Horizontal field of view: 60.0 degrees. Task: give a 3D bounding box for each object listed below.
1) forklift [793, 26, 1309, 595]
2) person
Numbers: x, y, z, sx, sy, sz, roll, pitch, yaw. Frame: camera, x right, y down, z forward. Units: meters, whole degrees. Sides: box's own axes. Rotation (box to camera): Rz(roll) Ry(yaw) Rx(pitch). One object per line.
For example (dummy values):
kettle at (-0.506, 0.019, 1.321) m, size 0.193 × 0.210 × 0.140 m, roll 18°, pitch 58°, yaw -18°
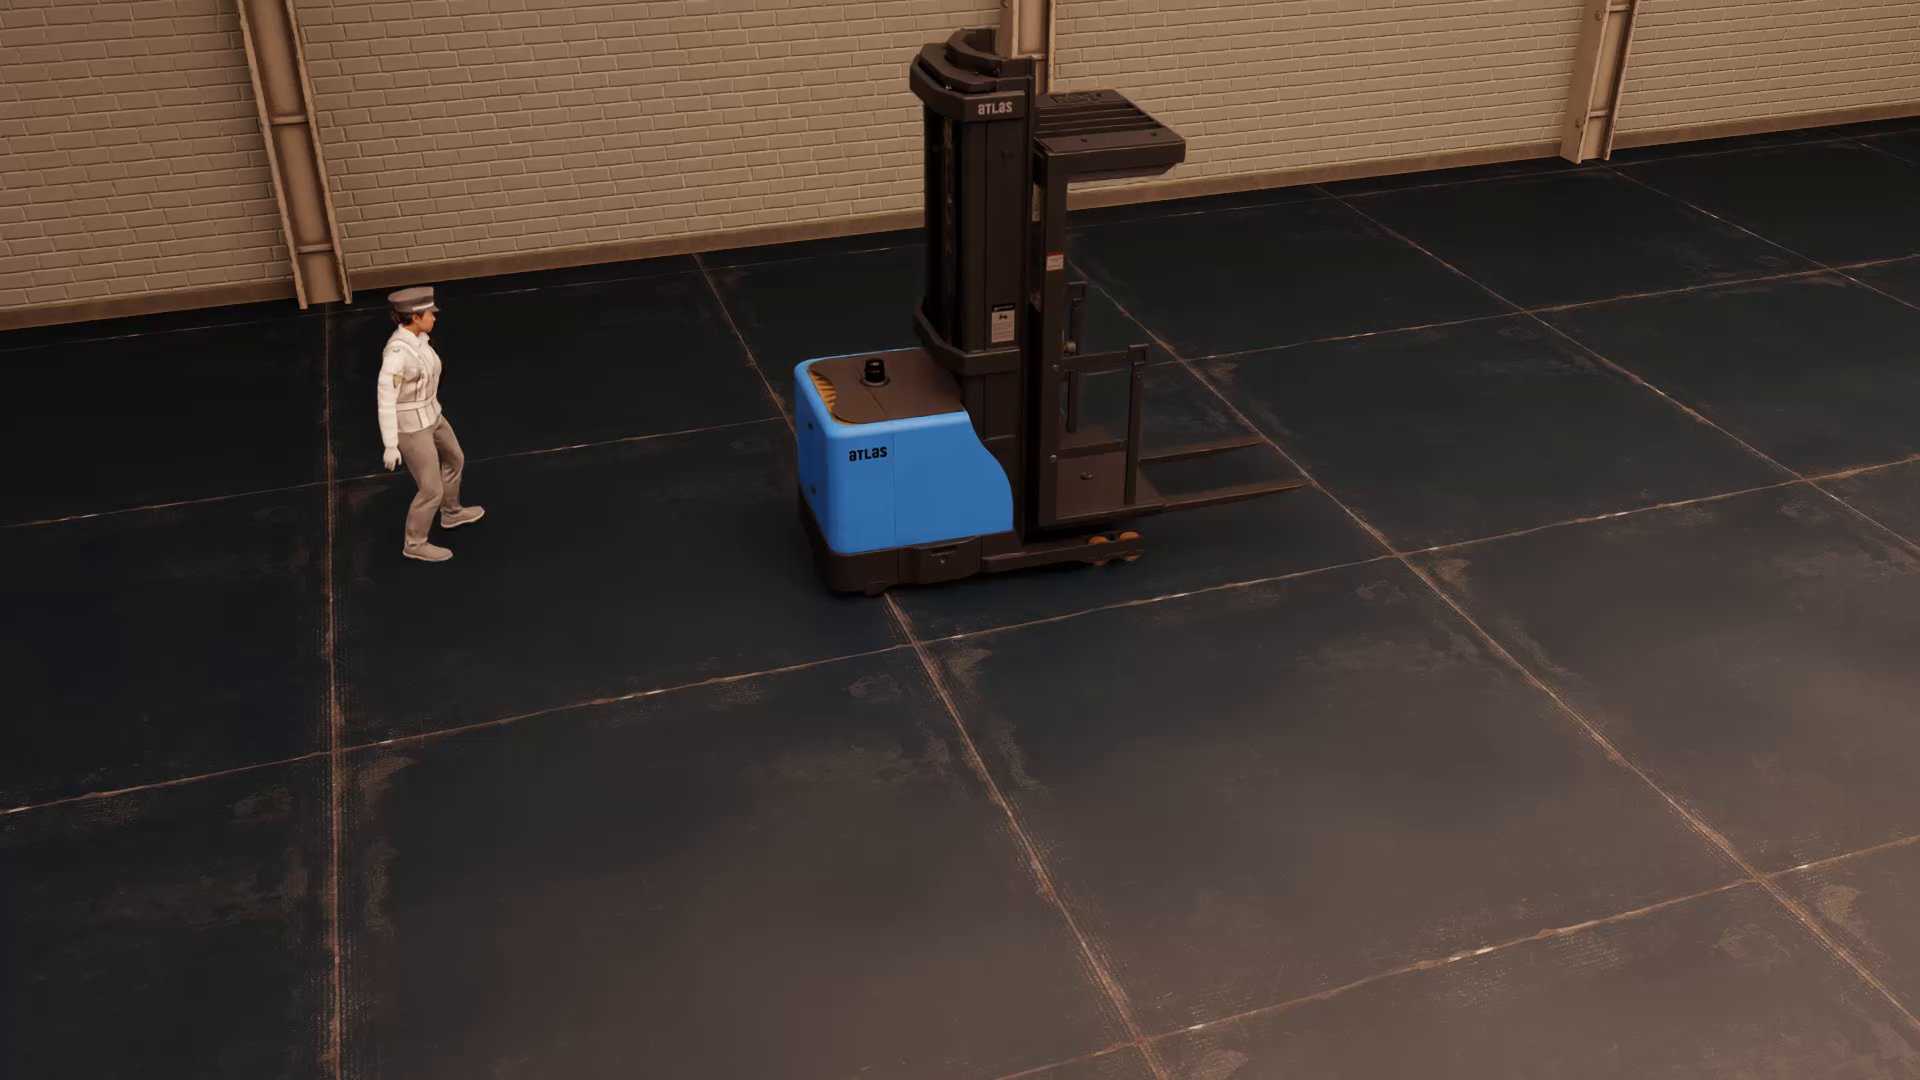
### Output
forklift at (0.590, -1.367, 9.462) m, size 3.031 × 2.935 × 1.130 m, roll -8°, pitch 31°, yaw -14°
person at (-3.097, -0.672, 9.571) m, size 0.394 × 1.637 × 0.795 m, roll 0°, pitch 30°, yaw 0°
